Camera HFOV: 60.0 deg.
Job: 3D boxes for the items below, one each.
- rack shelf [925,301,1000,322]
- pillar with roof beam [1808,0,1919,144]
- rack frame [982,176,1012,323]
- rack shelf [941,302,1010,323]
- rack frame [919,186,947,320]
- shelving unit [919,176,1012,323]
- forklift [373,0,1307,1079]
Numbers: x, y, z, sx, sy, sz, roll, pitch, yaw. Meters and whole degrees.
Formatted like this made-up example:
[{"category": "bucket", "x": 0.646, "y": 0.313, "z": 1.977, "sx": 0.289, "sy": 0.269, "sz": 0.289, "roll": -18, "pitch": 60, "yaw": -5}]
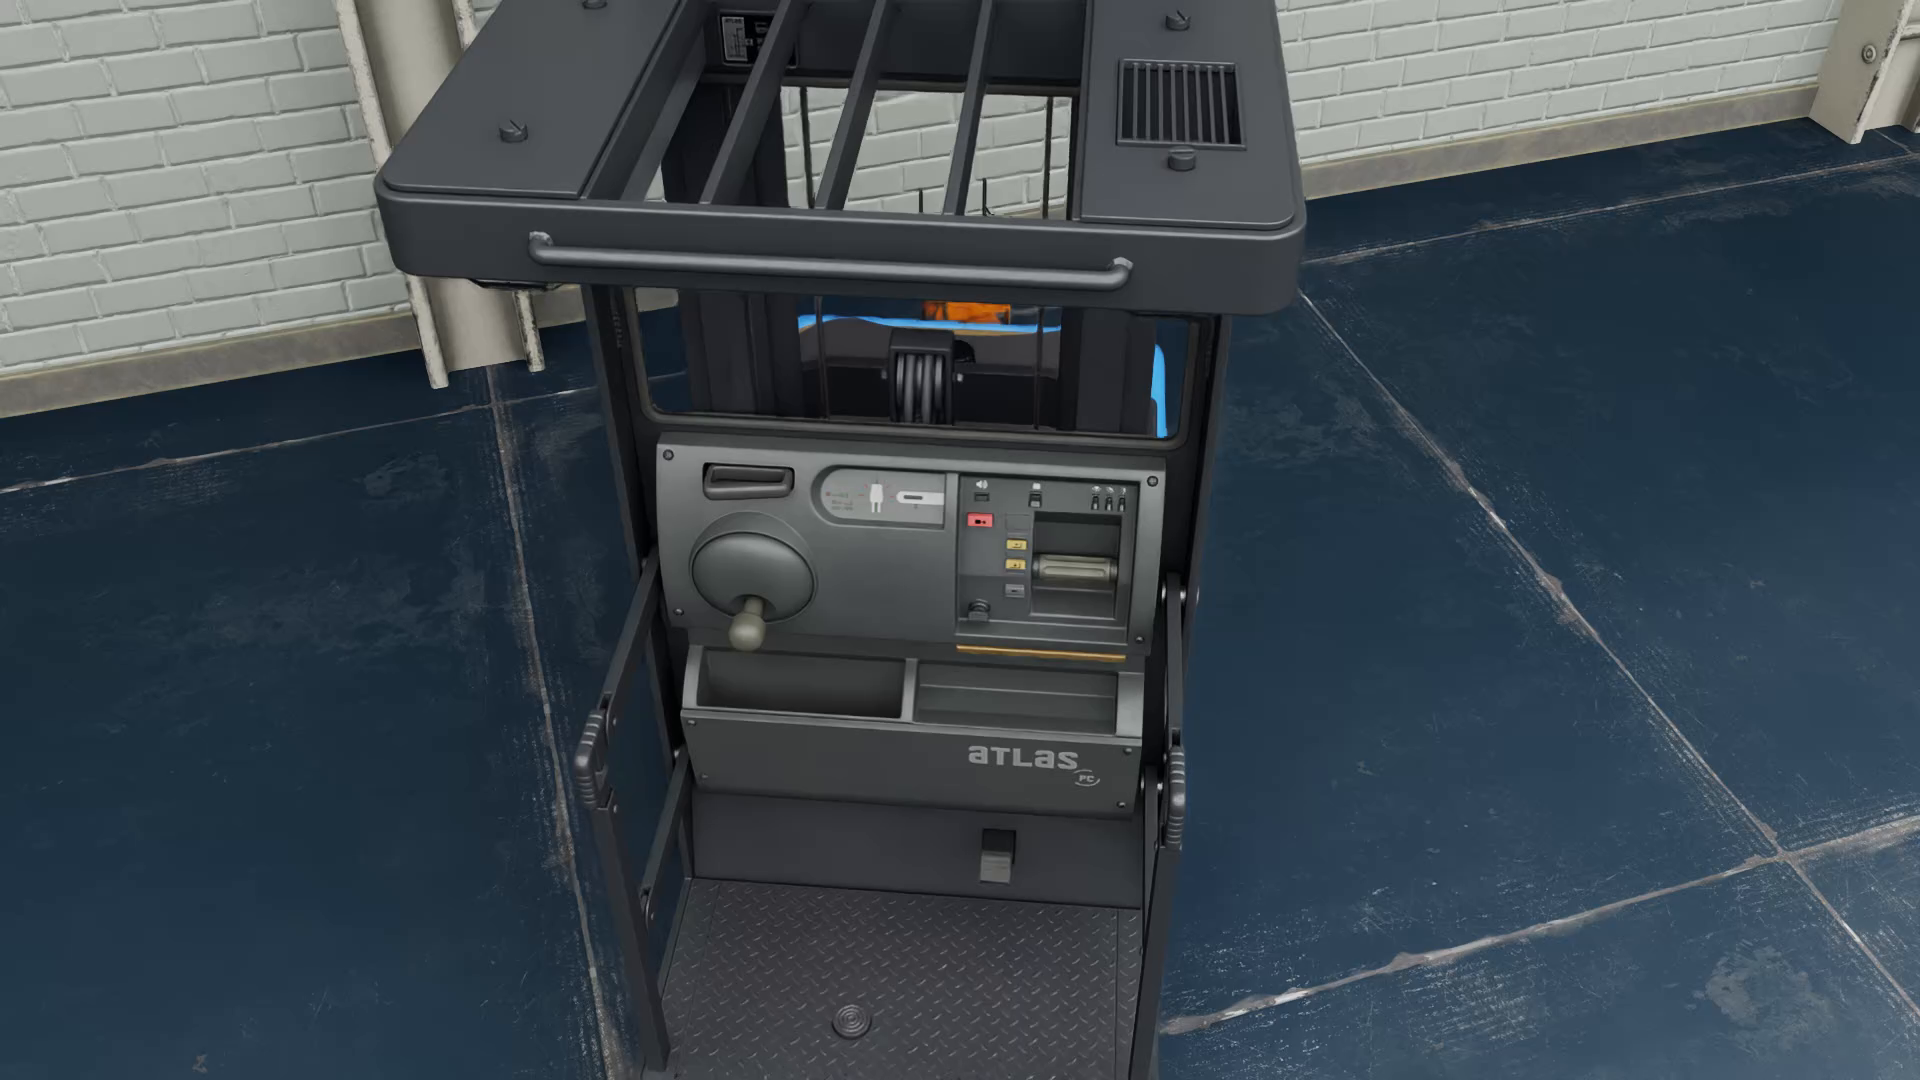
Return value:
[{"category": "rack shelf", "x": 0.014, "y": -0.602, "z": 4.730, "sx": 0.180, "sy": 0.103, "sz": 0.258, "roll": -12, "pitch": 42, "yaw": -13}, {"category": "pillar with roof beam", "x": 5.299, "y": -2.540, "z": 1.318, "sx": 0.400, "sy": 9.000, "sz": 9.100, "roll": -12, "pitch": 42, "yaw": -13}, {"category": "rack frame", "x": 0.101, "y": -0.473, "z": 4.879, "sx": 0.006, "sy": 1.200, "sz": 0.240, "roll": -12, "pitch": 42, "yaw": -13}, {"category": "rack shelf", "x": 0.014, "y": -0.692, "z": 4.651, "sx": 0.180, "sy": 0.103, "sz": 0.258, "roll": -12, "pitch": 42, "yaw": -13}, {"category": "rack frame", "x": -0.073, "y": -0.437, "z": 4.838, "sx": 0.006, "sy": 1.200, "sz": 0.240, "roll": -12, "pitch": 42, "yaw": -13}, {"category": "shelving unit", "x": 0.014, "y": -0.455, "z": 4.859, "sx": 0.189, "sy": 1.200, "sz": 0.258, "roll": -12, "pitch": 42, "yaw": -13}, {"category": "forklift", "x": -0.112, "y": 0.104, "z": 2.903, "sx": 1.130, "sy": 2.935, "sz": 3.031, "roll": 3, "pitch": 41, "yaw": 4}]
